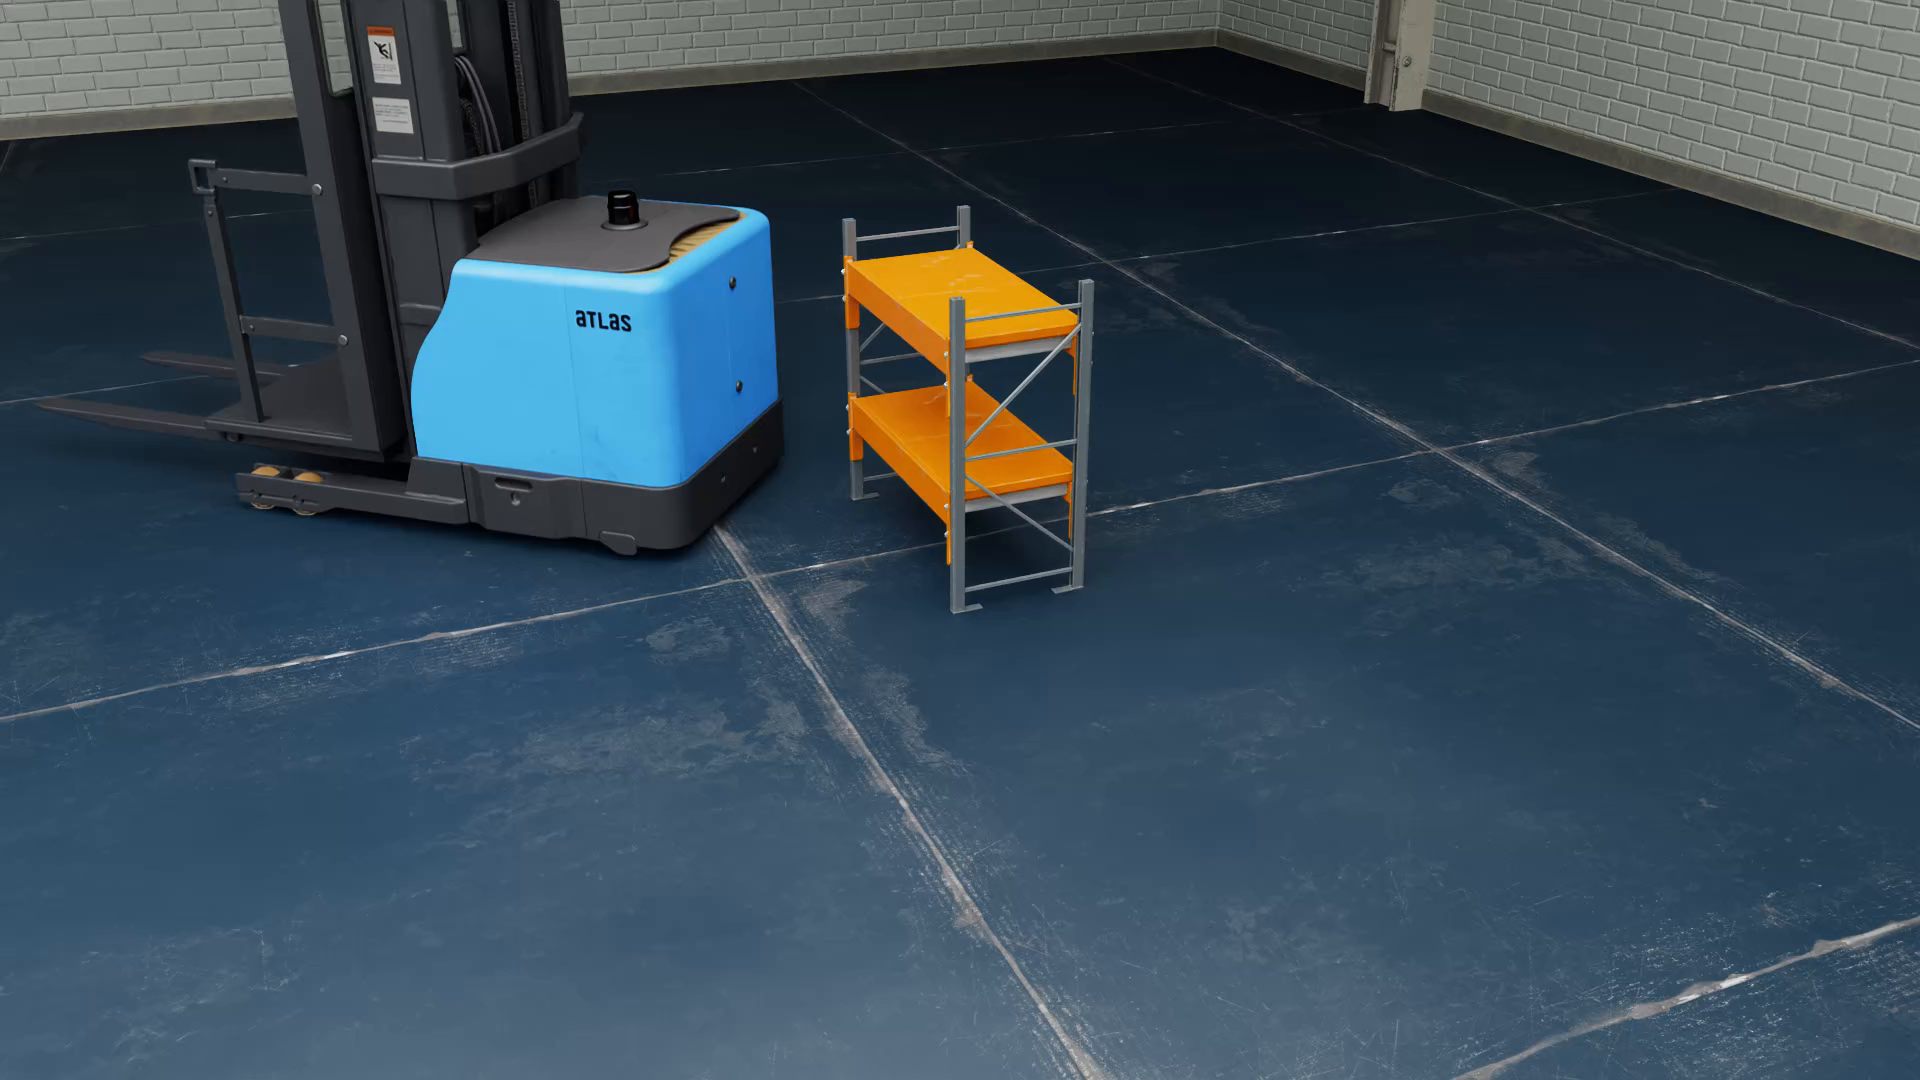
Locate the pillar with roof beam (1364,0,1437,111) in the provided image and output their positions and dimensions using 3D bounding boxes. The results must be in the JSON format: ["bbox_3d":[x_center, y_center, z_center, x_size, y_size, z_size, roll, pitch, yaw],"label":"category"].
[{"bbox_3d":[-0.453,-6.823,9.968,9.100,9.000,0.400,-11,28,-21],"label":"pillar with roof beam"}]

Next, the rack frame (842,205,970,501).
[{"bbox_3d":[-0.196,-0.708,6.418,0.500,1.125,0.032,-11,28,-21],"label":"rack frame"}]

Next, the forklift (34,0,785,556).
[{"bbox_3d":[-2.295,-1.621,6.229,3.031,2.935,1.130,8,27,15],"label":"forklift"}]

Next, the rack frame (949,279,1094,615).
[{"bbox_3d":[0.202,-0.298,5.577,0.500,1.125,0.032,-11,28,-21],"label":"rack frame"}]

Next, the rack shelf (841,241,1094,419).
[{"bbox_3d":[0.003,-0.766,5.869,0.538,0.278,1.000,-11,28,-21],"label":"rack shelf"}]

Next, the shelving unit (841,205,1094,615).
[{"bbox_3d":[0.003,-0.503,5.998,0.538,1.125,1.048,-11,28,-21],"label":"shelving unit"}]

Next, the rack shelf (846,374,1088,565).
[{"bbox_3d":[0.003,-0.283,6.105,0.538,0.278,1.000,-11,28,-21],"label":"rack shelf"}]
